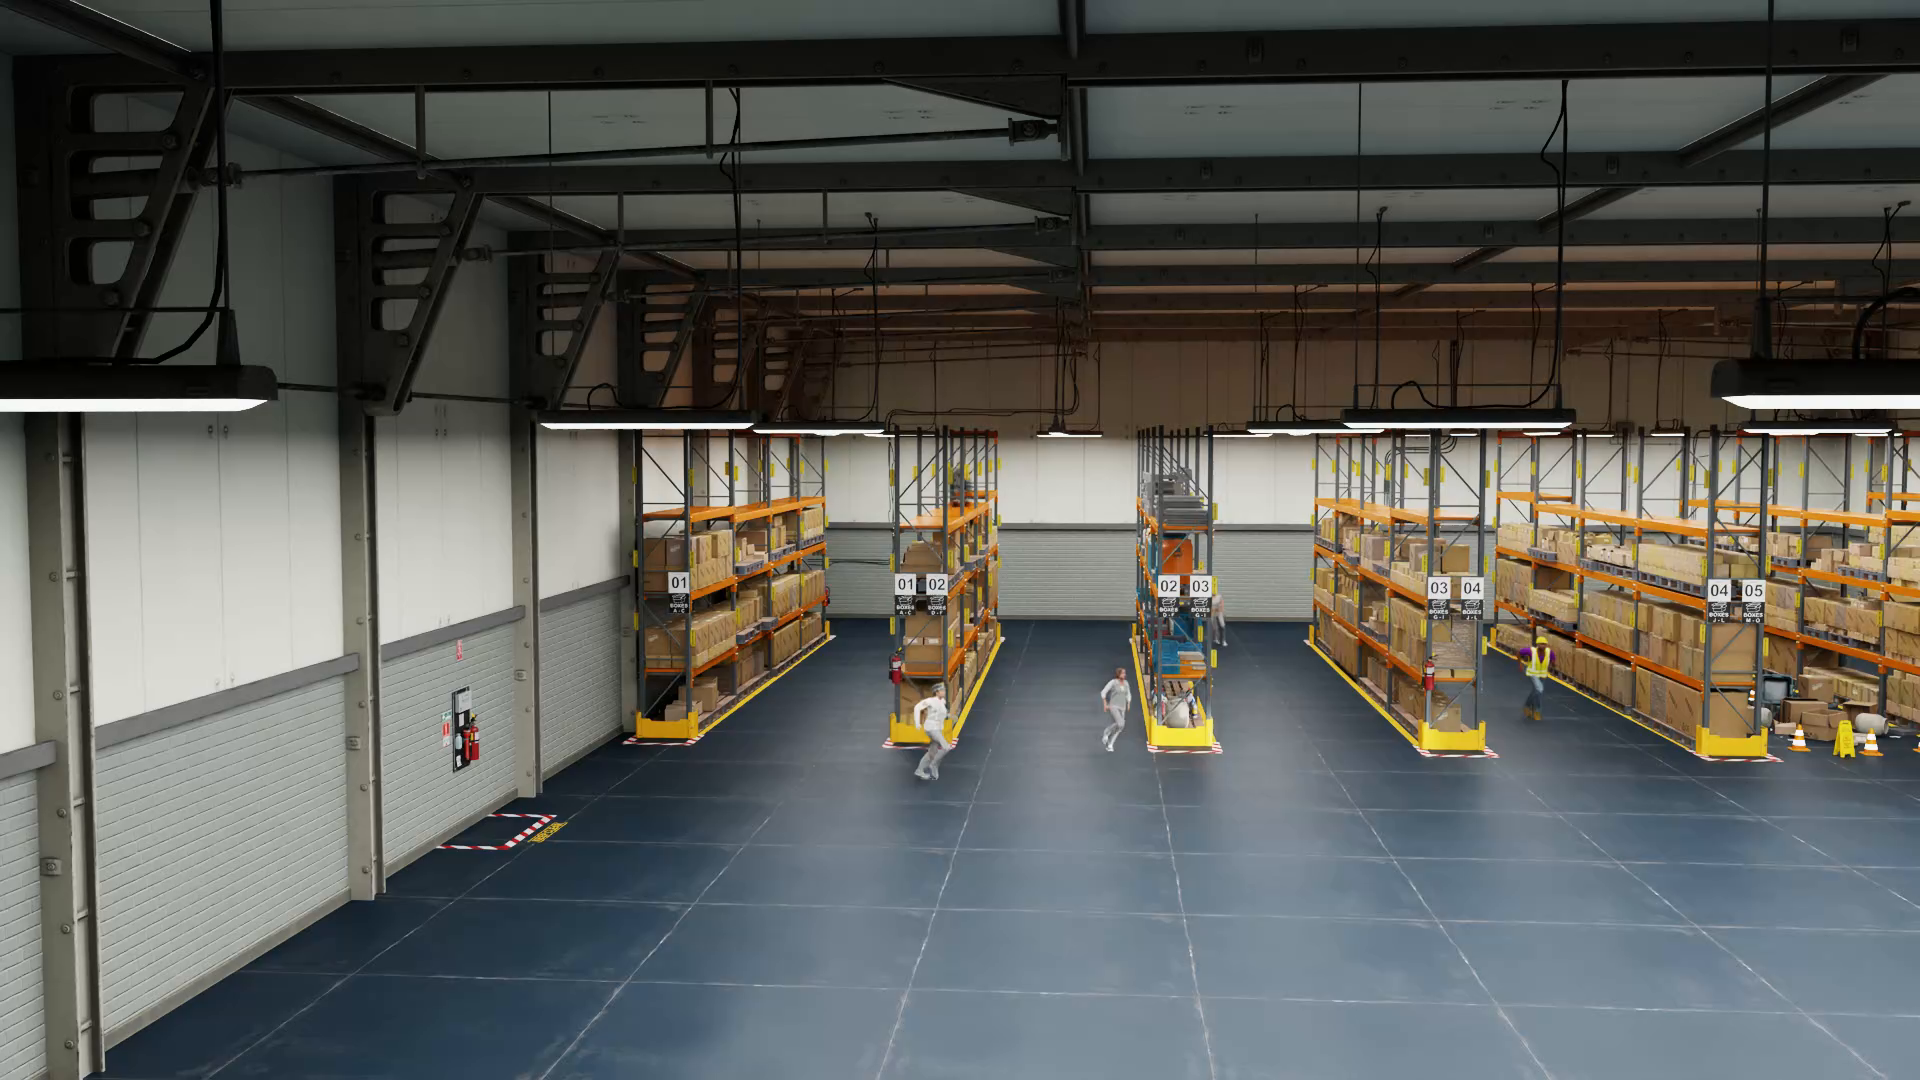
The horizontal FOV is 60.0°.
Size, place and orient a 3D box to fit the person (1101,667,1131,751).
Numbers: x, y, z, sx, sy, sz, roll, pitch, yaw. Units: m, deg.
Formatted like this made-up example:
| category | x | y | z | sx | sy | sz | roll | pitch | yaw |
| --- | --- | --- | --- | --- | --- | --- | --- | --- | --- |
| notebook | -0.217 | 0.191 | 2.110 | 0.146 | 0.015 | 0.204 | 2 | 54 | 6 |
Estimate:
| category | x | y | z | sx | sy | sz | roll | pitch | yaw |
| --- | --- | --- | --- | --- | --- | --- | --- | --- | --- |
| person | 2.937 | 3.118 | 30.614 | 0.568 | 1.524 | 0.475 | -2 | 4 | -27 |

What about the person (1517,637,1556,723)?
| category | x | y | z | sx | sy | sz | roll | pitch | yaw |
| --- | --- | --- | --- | --- | --- | --- | --- | --- | --- |
| person | 11.776 | 2.822 | 33.988 | 0.686 | 1.748 | 0.940 | -1 | 4 | -12 |

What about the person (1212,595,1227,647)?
| category | x | y | z | sx | sy | sz | roll | pitch | yaw |
| --- | --- | --- | --- | --- | --- | --- | --- | --- | --- |
| person | 7.118 | 2.125 | 46.402 | 0.574 | 1.685 | 0.741 | -1 | 3 | -8 |

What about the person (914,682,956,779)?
| category | x | y | z | sx | sy | sz | roll | pitch | yaw |
| --- | --- | --- | --- | --- | --- | --- | --- | --- | --- |
| person | -0.422 | 3.201 | 27.894 | 0.760 | 1.631 | 0.643 | 2 | 4 | 31 |
